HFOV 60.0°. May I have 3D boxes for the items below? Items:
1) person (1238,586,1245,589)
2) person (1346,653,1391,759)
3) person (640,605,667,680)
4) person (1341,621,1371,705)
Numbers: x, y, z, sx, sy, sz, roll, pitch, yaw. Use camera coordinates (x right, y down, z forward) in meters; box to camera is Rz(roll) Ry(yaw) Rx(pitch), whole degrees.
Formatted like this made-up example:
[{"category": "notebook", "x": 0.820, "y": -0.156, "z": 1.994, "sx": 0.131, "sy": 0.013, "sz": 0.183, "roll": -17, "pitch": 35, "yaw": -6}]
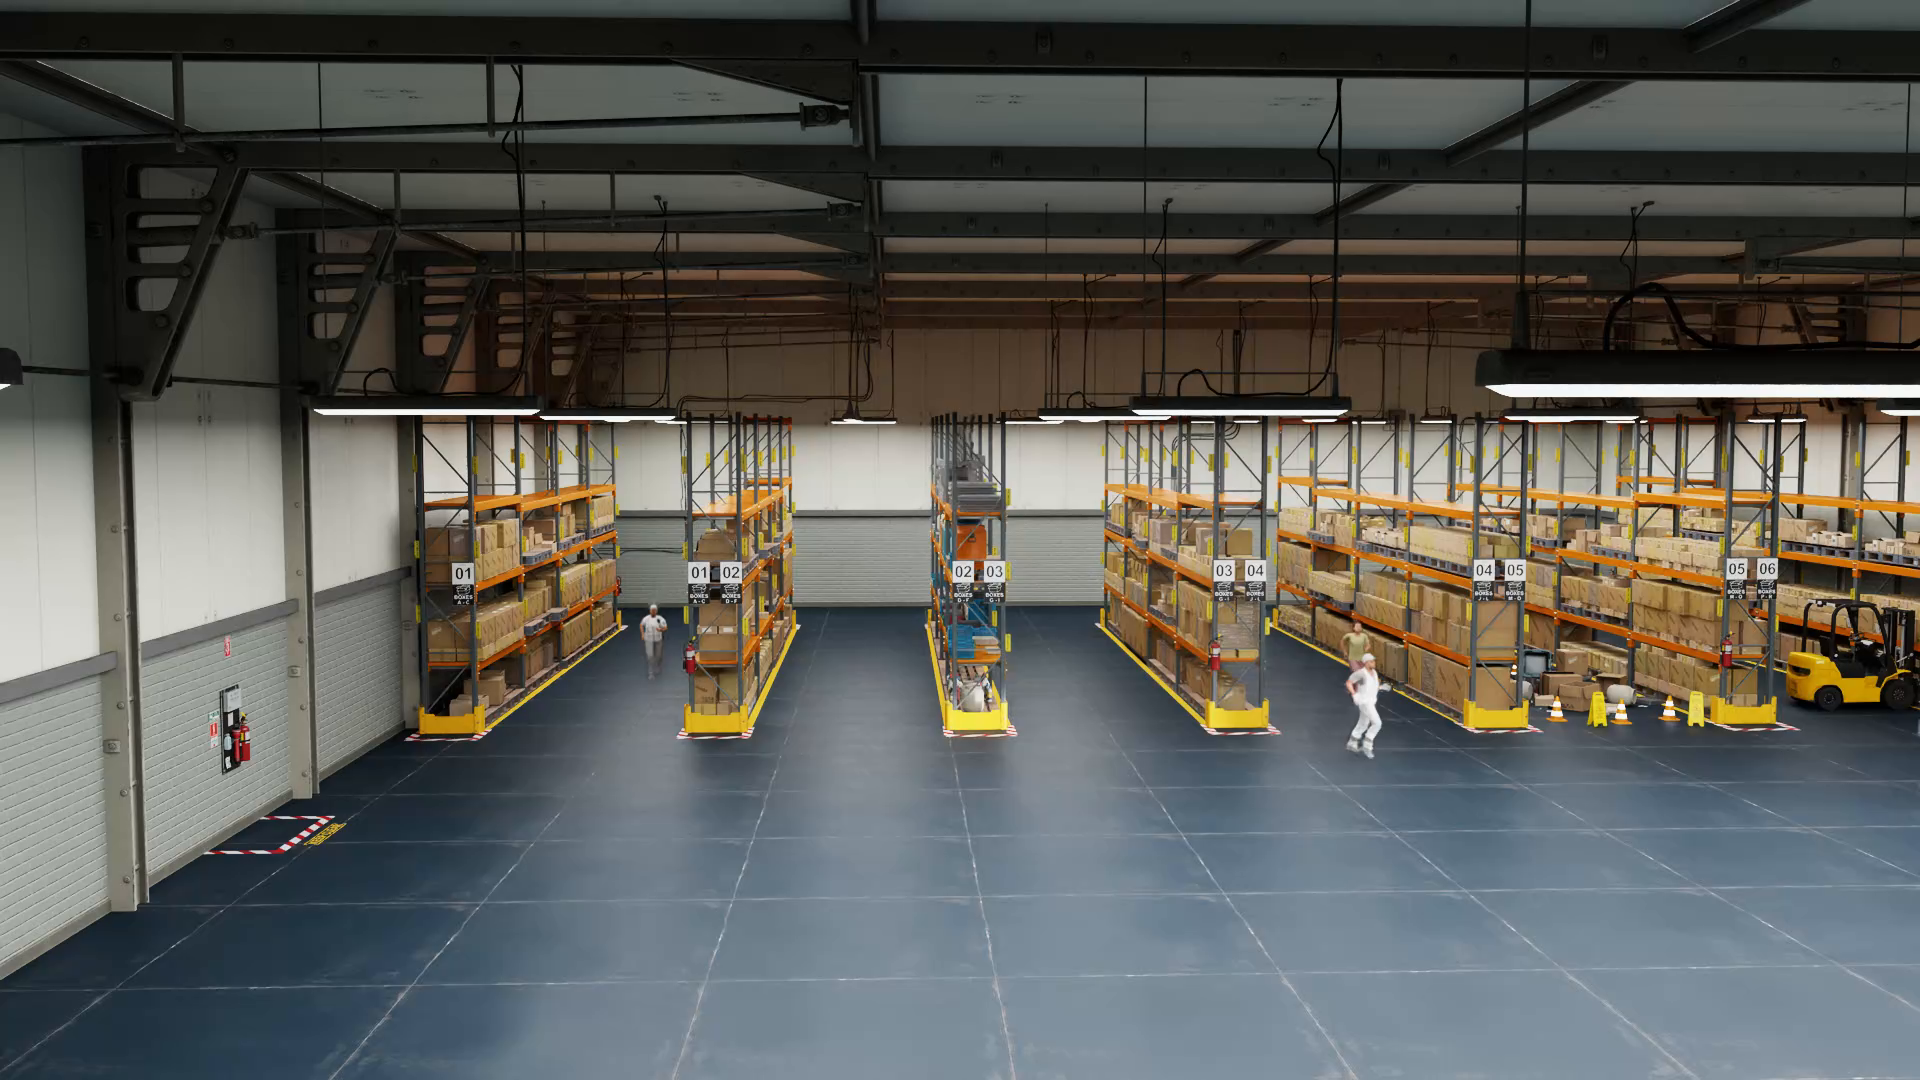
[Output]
[{"category": "person", "x": 7.903, "y": 1.762, "z": 46.193, "sx": 0.608, "sy": 1.663, "sz": 0.617, "roll": 1, "pitch": 4, "yaw": 8}, {"category": "person", "x": 7.094, "y": 2.880, "z": 28.897, "sx": 0.746, "sy": 1.833, "sz": 0.616, "roll": 3, "pitch": 5, "yaw": 37}, {"category": "person", "x": -6.967, "y": 2.301, "z": 37.843, "sx": 0.608, "sy": 1.650, "sz": 0.924, "roll": -1, "pitch": 4, "yaw": -13}, {"category": "person", "x": 8.263, "y": 2.533, "z": 34.663, "sx": 0.564, "sy": 1.716, "sz": 0.775, "roll": -1, "pitch": 4, "yaw": -8}]
